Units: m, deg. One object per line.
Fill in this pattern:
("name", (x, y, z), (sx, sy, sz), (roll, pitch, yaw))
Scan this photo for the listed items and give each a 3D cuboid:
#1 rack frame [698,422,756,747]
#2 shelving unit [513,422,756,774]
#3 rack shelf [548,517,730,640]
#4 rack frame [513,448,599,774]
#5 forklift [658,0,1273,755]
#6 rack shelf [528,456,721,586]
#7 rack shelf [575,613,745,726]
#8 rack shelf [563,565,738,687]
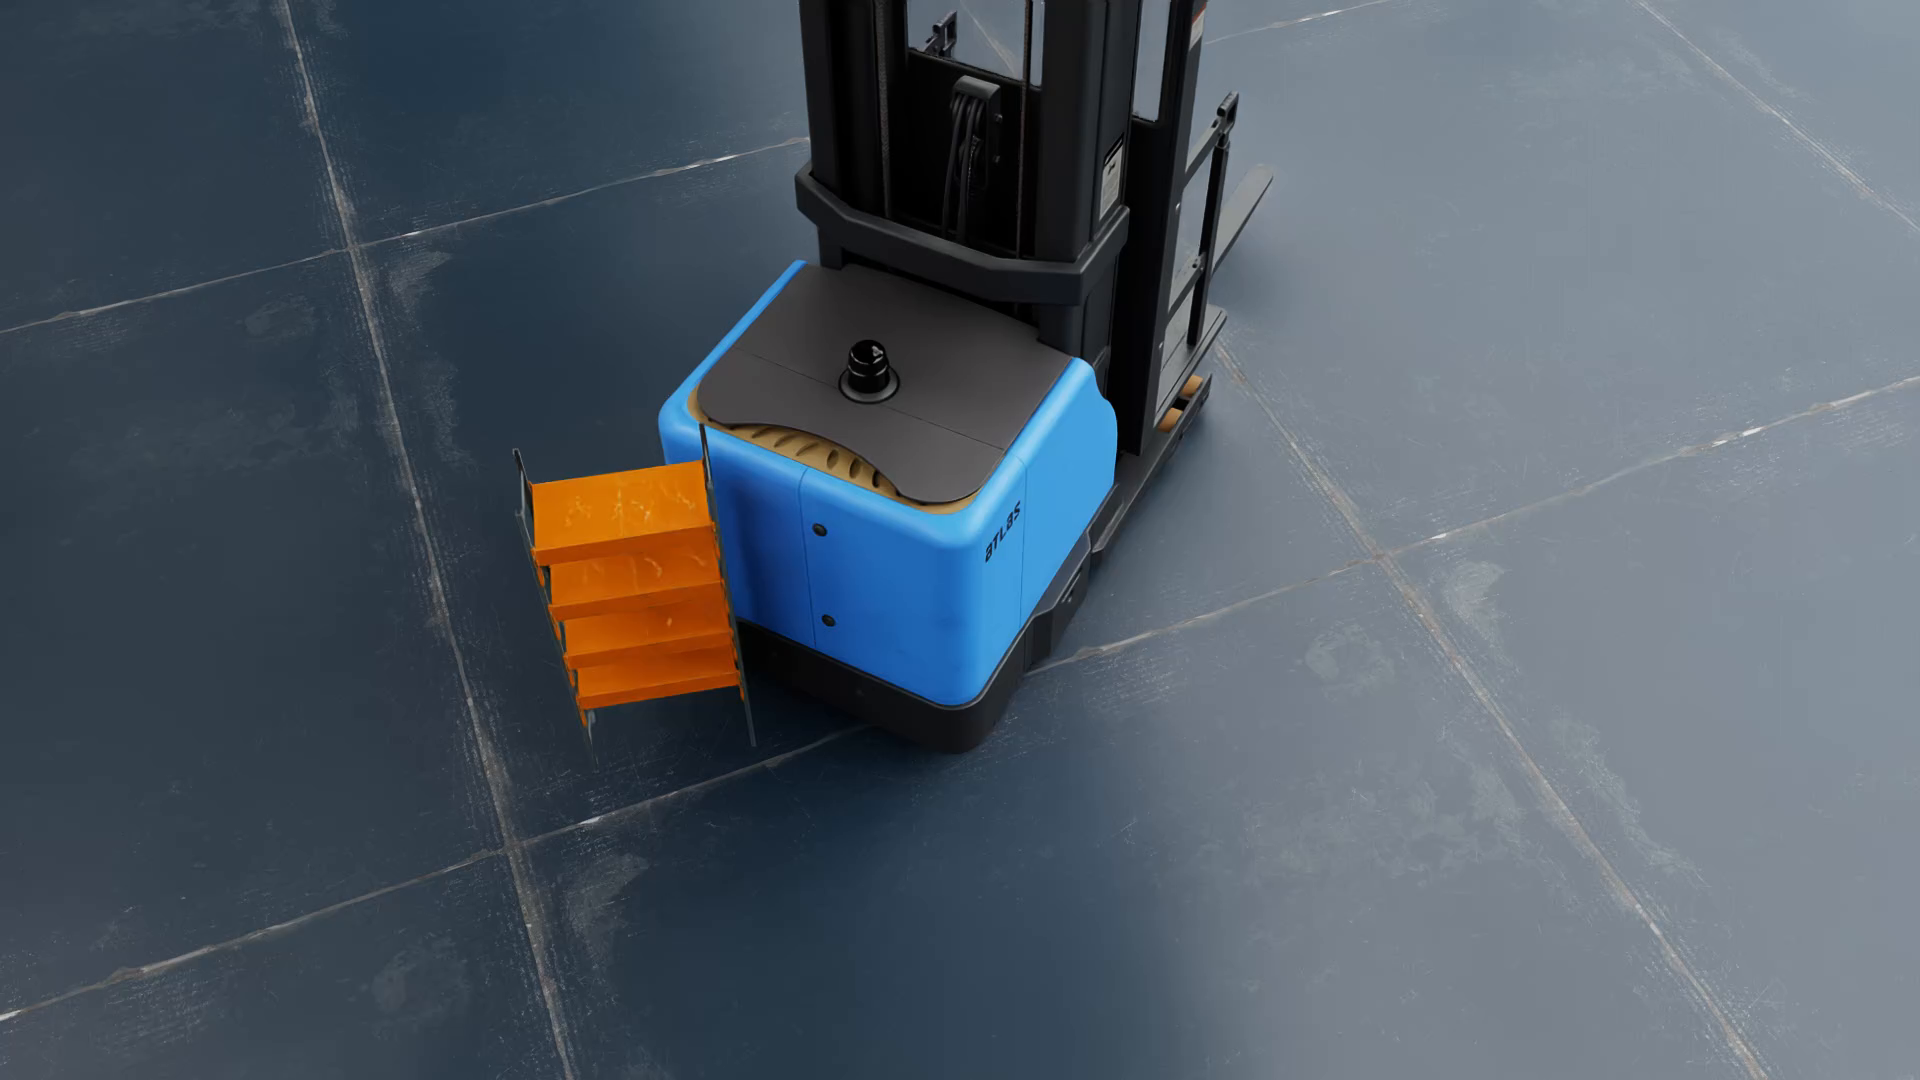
("rack frame", (-0.667, 0.166, 4.816), (0.015, 1.200, 0.240), (-9, 50, -7))
("shelving unit", (-0.906, 0.203, 4.785), (0.503, 1.200, 0.258), (-9, 50, -7))
("rack shelf", (-0.906, 0.101, 4.666), (0.480, 0.148, 0.258), (-9, 50, -7))
("rack frame", (-1.145, 0.240, 4.753), (0.015, 1.200, 0.240), (-9, 50, -7))
("forklift", (0.268, -1.423, 5.040), (1.130, 2.935, 3.031), (22, 53, 18))
("rack shelf", (-0.906, -0.053, 4.487), (0.480, 0.148, 0.258), (-9, 50, -7))
("rack shelf", (-0.906, 0.376, 4.987), (0.480, 0.148, 0.258), (-9, 50, -7))
("rack shelf", (-0.906, 0.247, 4.836), (0.480, 0.148, 0.258), (-9, 50, -7))
